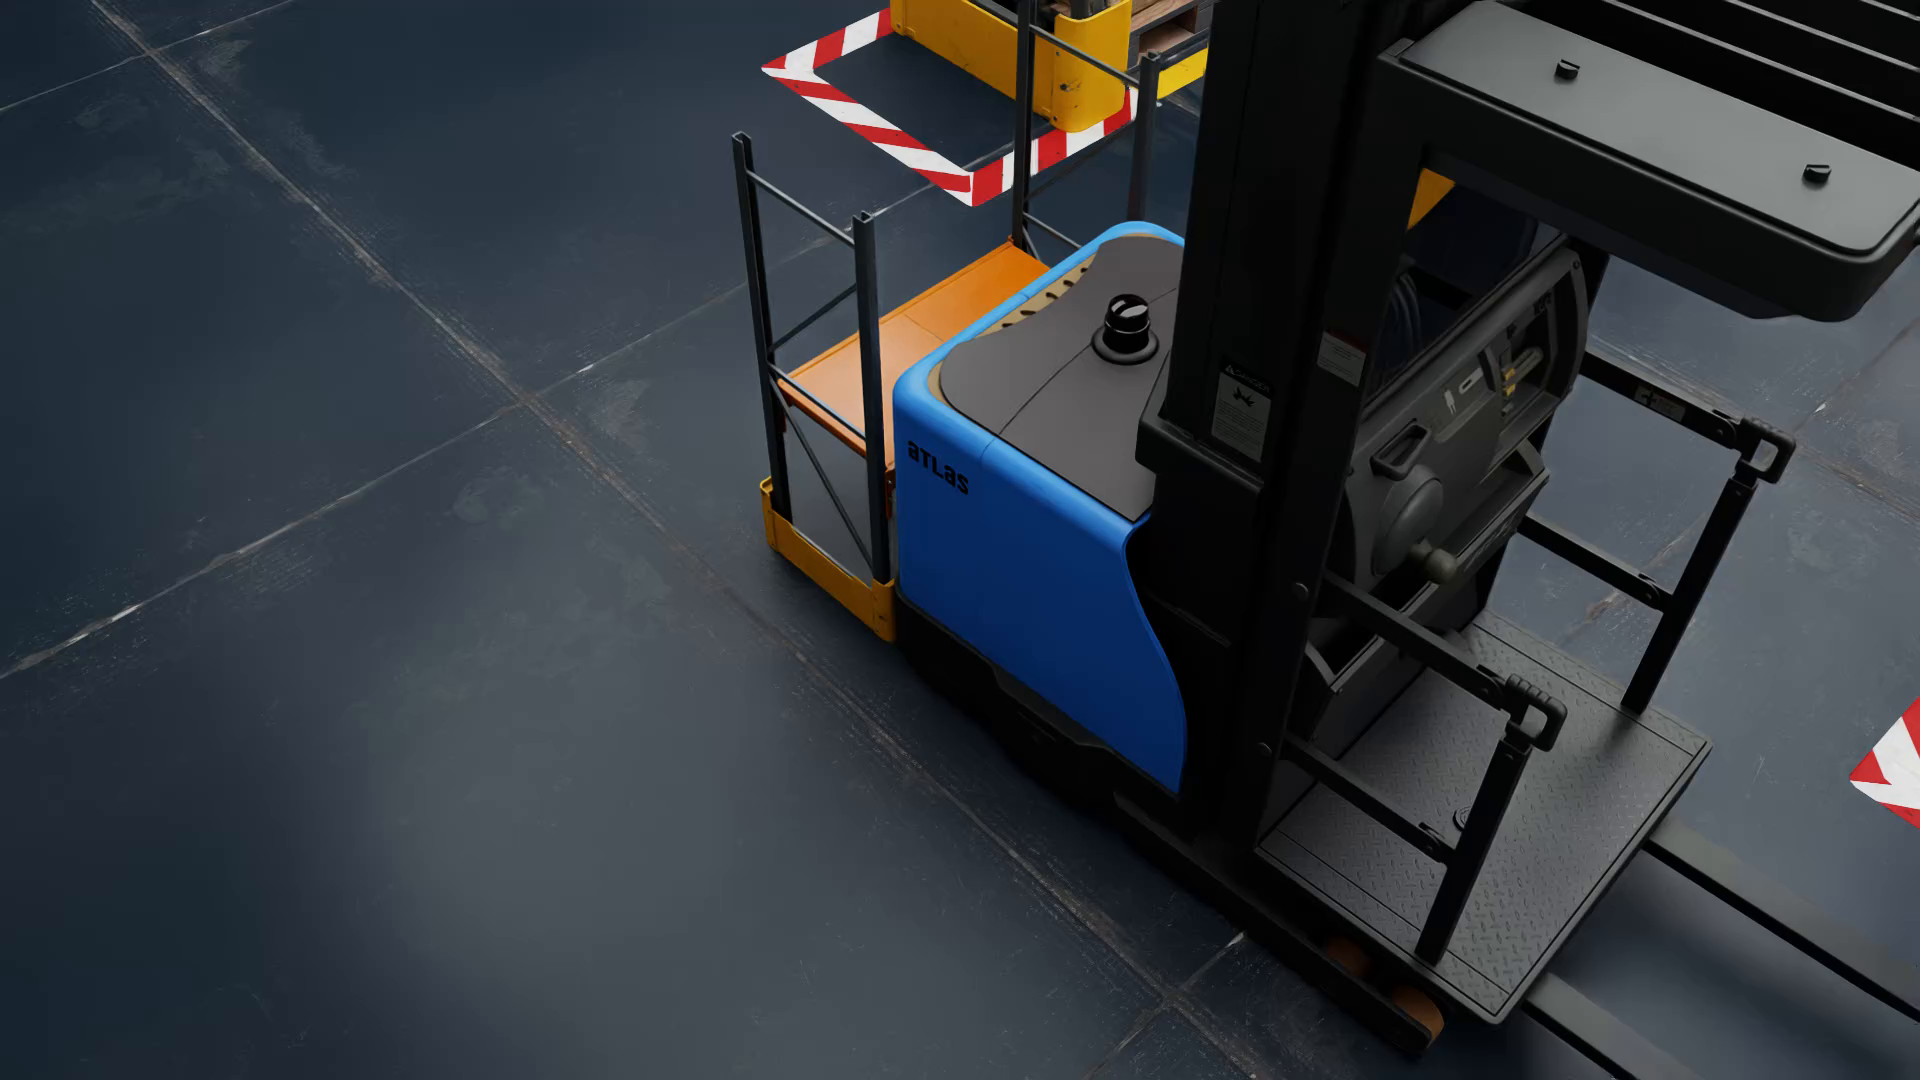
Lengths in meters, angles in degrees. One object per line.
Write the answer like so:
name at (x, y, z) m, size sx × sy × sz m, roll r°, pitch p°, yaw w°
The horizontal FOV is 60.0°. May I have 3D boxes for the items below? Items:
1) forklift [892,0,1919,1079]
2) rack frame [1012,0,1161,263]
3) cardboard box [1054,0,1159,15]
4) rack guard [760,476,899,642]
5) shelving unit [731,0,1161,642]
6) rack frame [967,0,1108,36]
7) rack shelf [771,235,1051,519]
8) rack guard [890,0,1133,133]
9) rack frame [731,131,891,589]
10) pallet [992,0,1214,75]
forklift at (1.232, -0.181, 3.423) m, size 3.031 × 2.935 × 1.130 m, roll 35°, pitch 56°, yaw 28°
rack frame at (0.347, -0.891, 5.052) m, size 0.032 × 1.500 × 0.500 m, roll -35°, pitch 56°, yaw -28°
cardboard box at (0.627, -2.726, 7.182) m, size 0.875 × 0.438 × 0.875 m, roll -36°, pitch 57°, yaw -28°
rack guard at (-0.385, 0.050, 5.033) m, size 0.087 × 0.250 × 0.587 m, roll -35°, pitch 56°, yaw -28°
shelving unit at (-0.026, -0.627, 4.808) m, size 1.083 × 1.500 × 0.587 m, roll -35°, pitch 56°, yaw -28°
rack frame at (0.206, -3.071, 6.043) m, size 0.127 × 3.000 × 1.000 m, roll -34°, pitch 56°, yaw -27°
rack shelf at (-0.020, -0.510, 4.945) m, size 1.000 × 0.185 × 0.538 m, roll -35°, pitch 56°, yaw -28°
rack guard at (0.188, -2.212, 6.951) m, size 0.348 × 0.500 × 1.175 m, roll -34°, pitch 56°, yaw -27°
rack frame at (-0.386, -0.373, 4.574) m, size 0.032 × 1.500 × 0.500 m, roll -35°, pitch 56°, yaw -28°
pallet at (0.745, -2.564, 7.472) m, size 1.213 × 0.211 × 1.003 m, roll -34°, pitch 56°, yaw -27°
